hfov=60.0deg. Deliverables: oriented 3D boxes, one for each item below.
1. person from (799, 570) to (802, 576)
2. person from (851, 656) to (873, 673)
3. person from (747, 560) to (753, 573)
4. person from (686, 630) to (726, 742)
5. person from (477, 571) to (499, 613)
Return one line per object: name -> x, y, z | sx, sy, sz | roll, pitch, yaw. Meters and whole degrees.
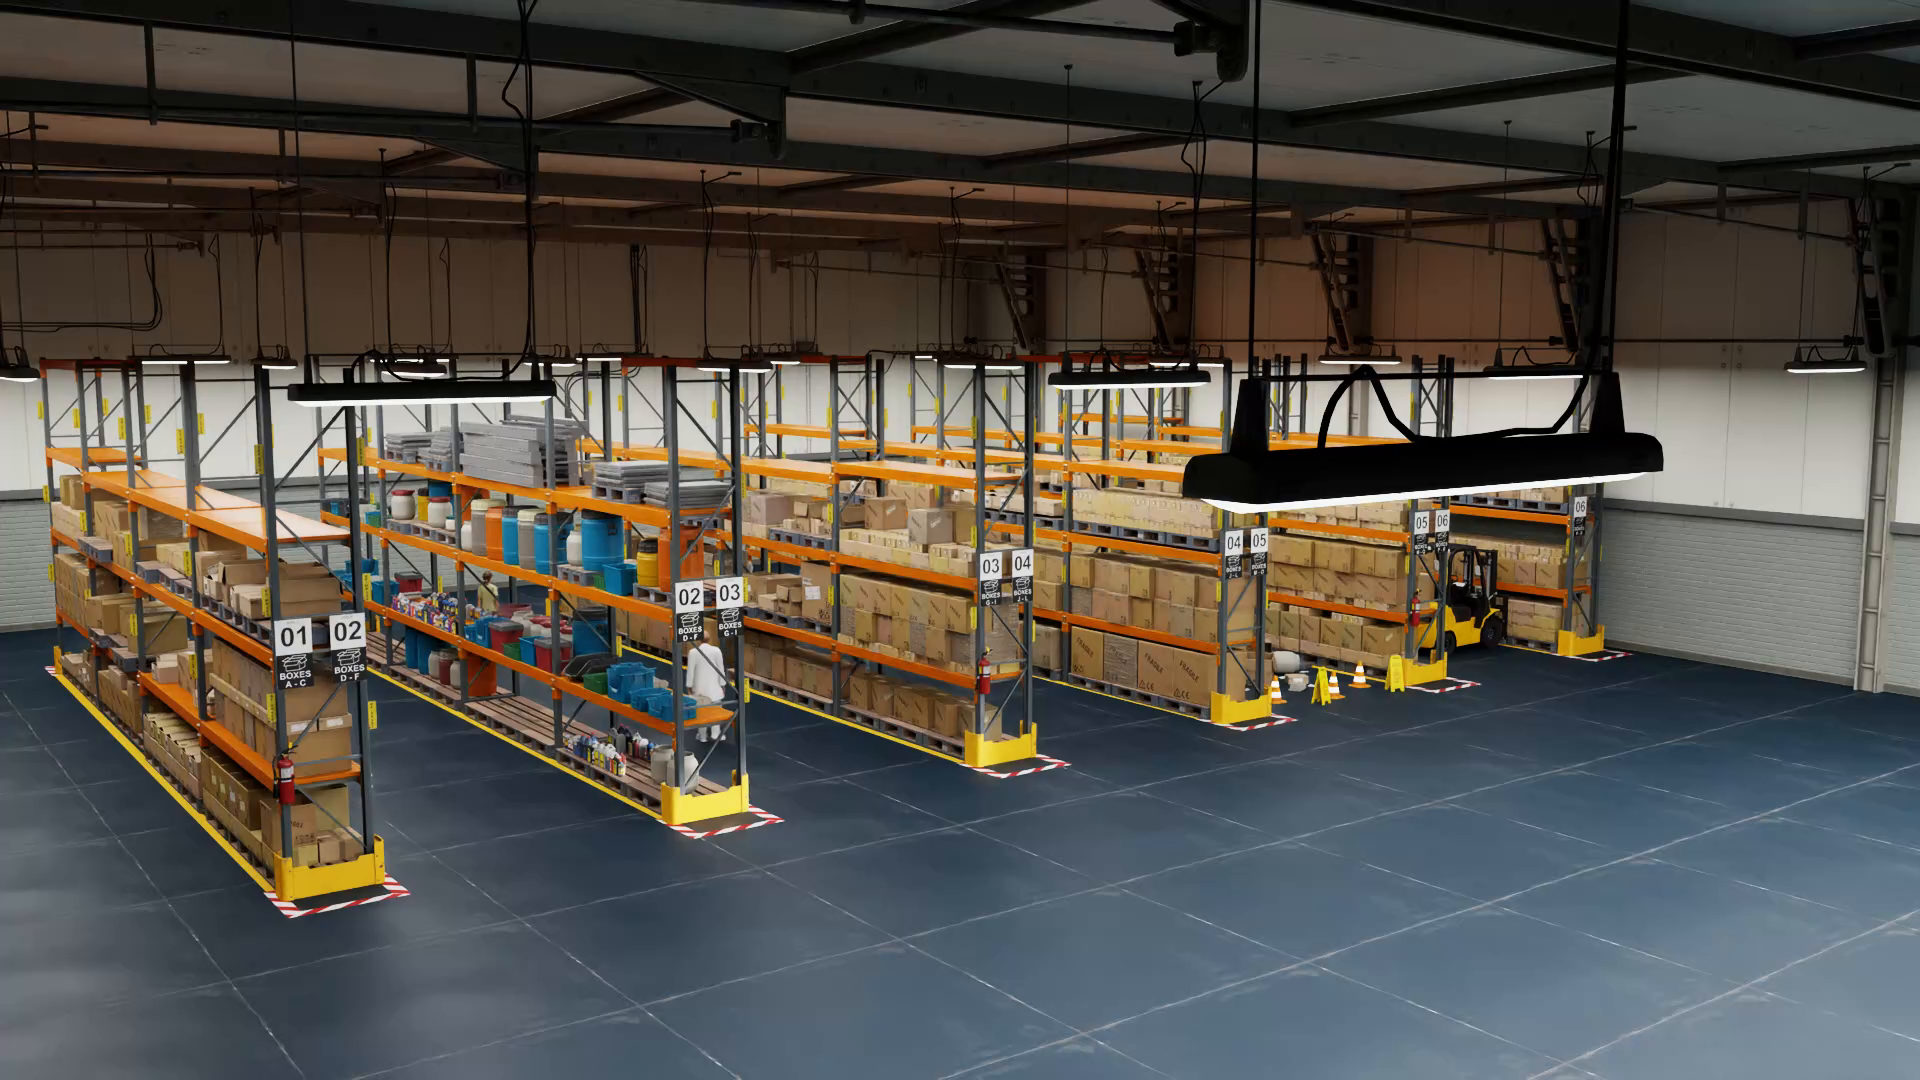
person -> -3.797, 0.446, 41.946 | 1.024, 1.745, 0.561 | -1, 7, -4
person -> -1.824, 1.689, 31.514 | 0.623, 1.707, 1.085 | -5, 8, -34
person -> -4.966, 1.015, 38.026 | 0.562, 1.486, 0.794 | -4, 8, -27
person -> -4.010, 2.306, 26.229 | 0.634, 1.771, 0.580 | -1, 7, -7
person -> -9.530, 1.468, 33.637 | 0.474, 1.673, 0.473 | 1, 7, 10
